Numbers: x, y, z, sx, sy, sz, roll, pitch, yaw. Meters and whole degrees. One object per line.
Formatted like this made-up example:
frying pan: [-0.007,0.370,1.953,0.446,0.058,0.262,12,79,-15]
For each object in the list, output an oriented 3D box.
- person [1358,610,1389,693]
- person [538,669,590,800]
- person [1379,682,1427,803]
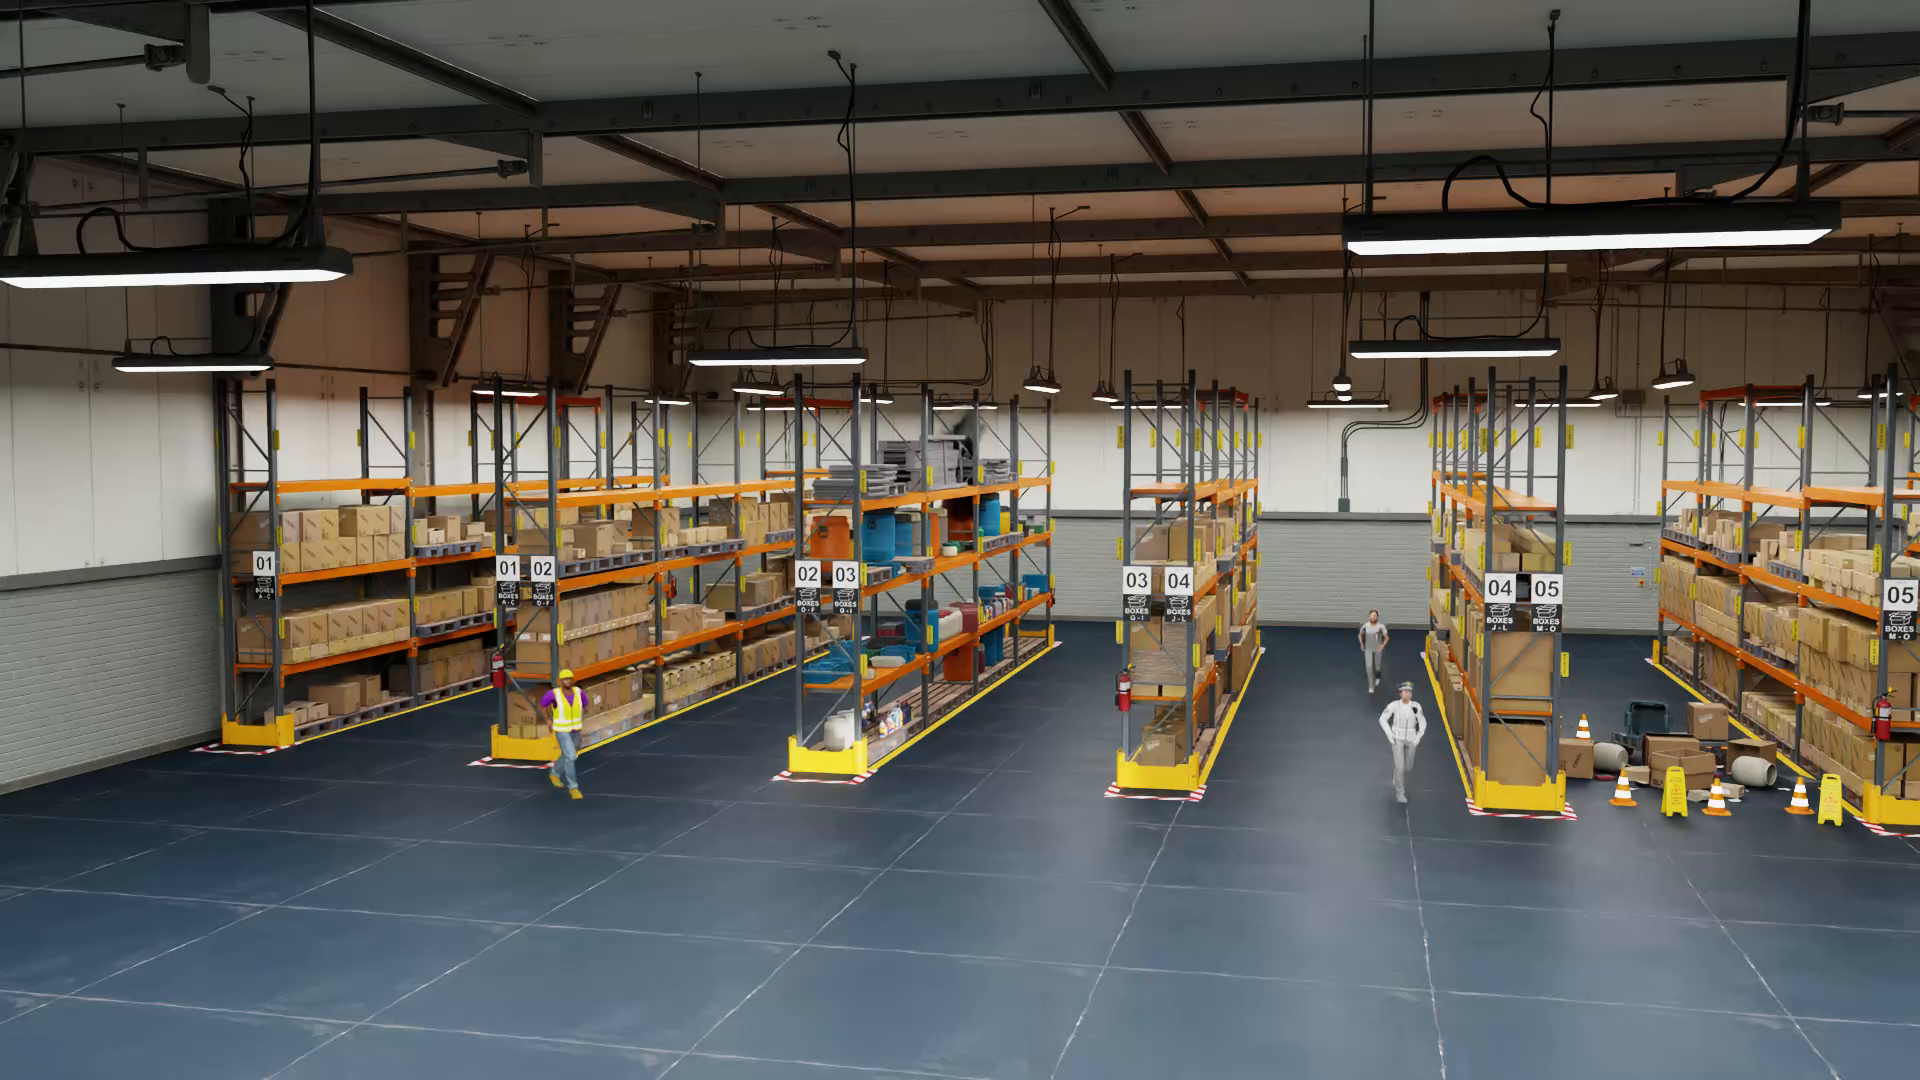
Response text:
person: [8.212,2.197,33.049,0.600,1.632,0.769,1,4,19]
person: [-5.531,2.705,23.474,0.676,1.794,0.909,-3,5,-45]
person: [6.193,2.799,23.269,0.651,1.680,0.689,0,3,-1]
